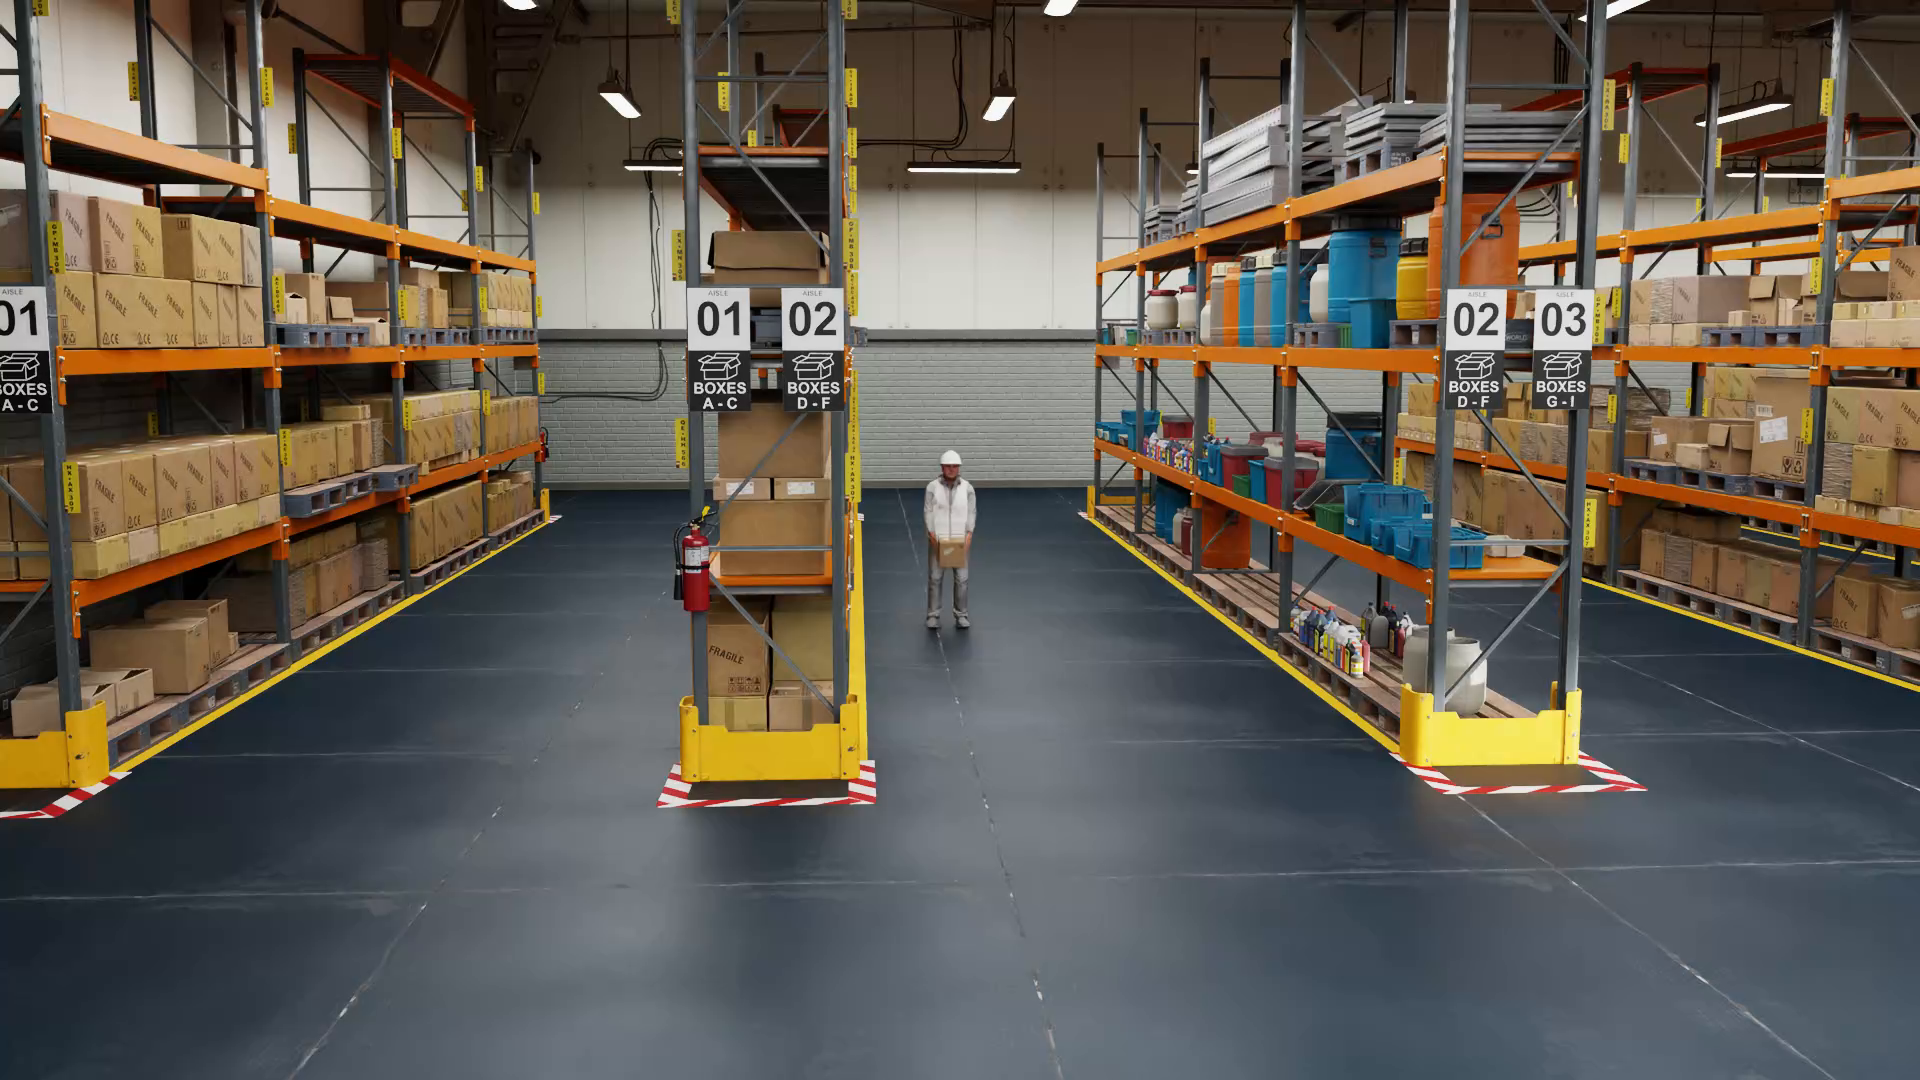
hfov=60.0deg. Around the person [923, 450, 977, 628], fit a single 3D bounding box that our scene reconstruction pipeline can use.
[{"bbox_3d":[-0.100,-0.012,16.701,0.546,1.779,0.470,-1,7,-5],"label":"person"}]
